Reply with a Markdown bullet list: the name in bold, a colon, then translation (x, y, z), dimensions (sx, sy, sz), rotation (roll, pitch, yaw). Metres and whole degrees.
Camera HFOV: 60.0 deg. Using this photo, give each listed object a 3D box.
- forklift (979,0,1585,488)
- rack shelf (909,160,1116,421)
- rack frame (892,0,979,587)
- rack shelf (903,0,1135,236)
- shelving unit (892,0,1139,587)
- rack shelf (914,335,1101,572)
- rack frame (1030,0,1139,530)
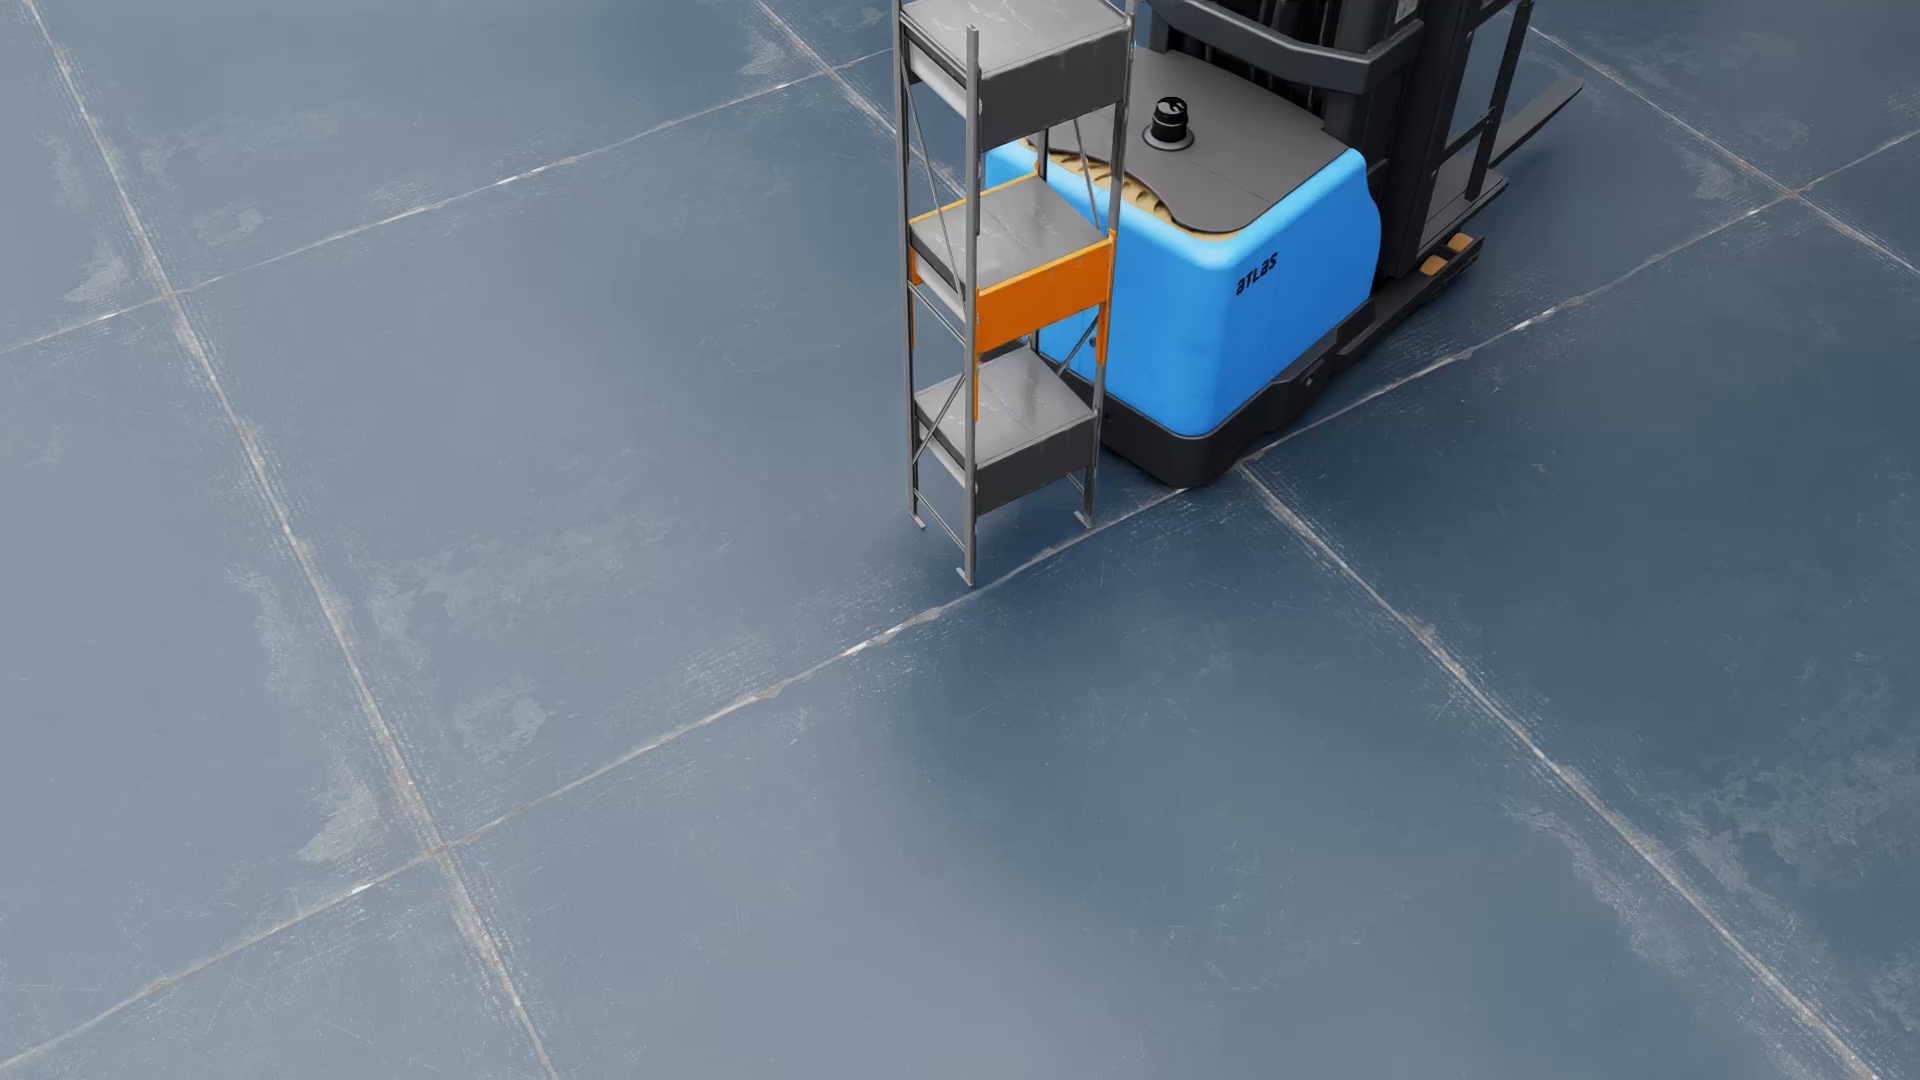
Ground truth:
- **forklift**: translation (1.443, -2.171, 5.720), dimensions (1.130, 2.935, 3.031), rotation (35, 57, 27)
- **rack shelf**: translation (0.140, -0.755, 5.035), dimensions (0.480, 0.518, 0.431), rotation (-25, 53, -21)
- **rack frame**: translation (-0.066, -0.667, 4.938), dimensions (0.015, 2.100, 0.400), rotation (-25, 53, -21)
- **rack shelf**: translation (0.140, -1.221, 4.512), dimensions (0.480, 0.518, 0.431), rotation (-25, 53, -21)
- **shelving unit**: translation (0.140, -0.764, 5.025), dimensions (0.503, 2.100, 0.431), rotation (-25, 53, -21)
- **rack shelf**: translation (0.140, -0.290, 5.558), dimensions (0.480, 0.518, 0.431), rotation (-25, 53, -21)
- **rack frame**: translation (0.346, -0.861, 5.111), dimensions (0.015, 2.100, 0.400), rotation (-25, 53, -21)
